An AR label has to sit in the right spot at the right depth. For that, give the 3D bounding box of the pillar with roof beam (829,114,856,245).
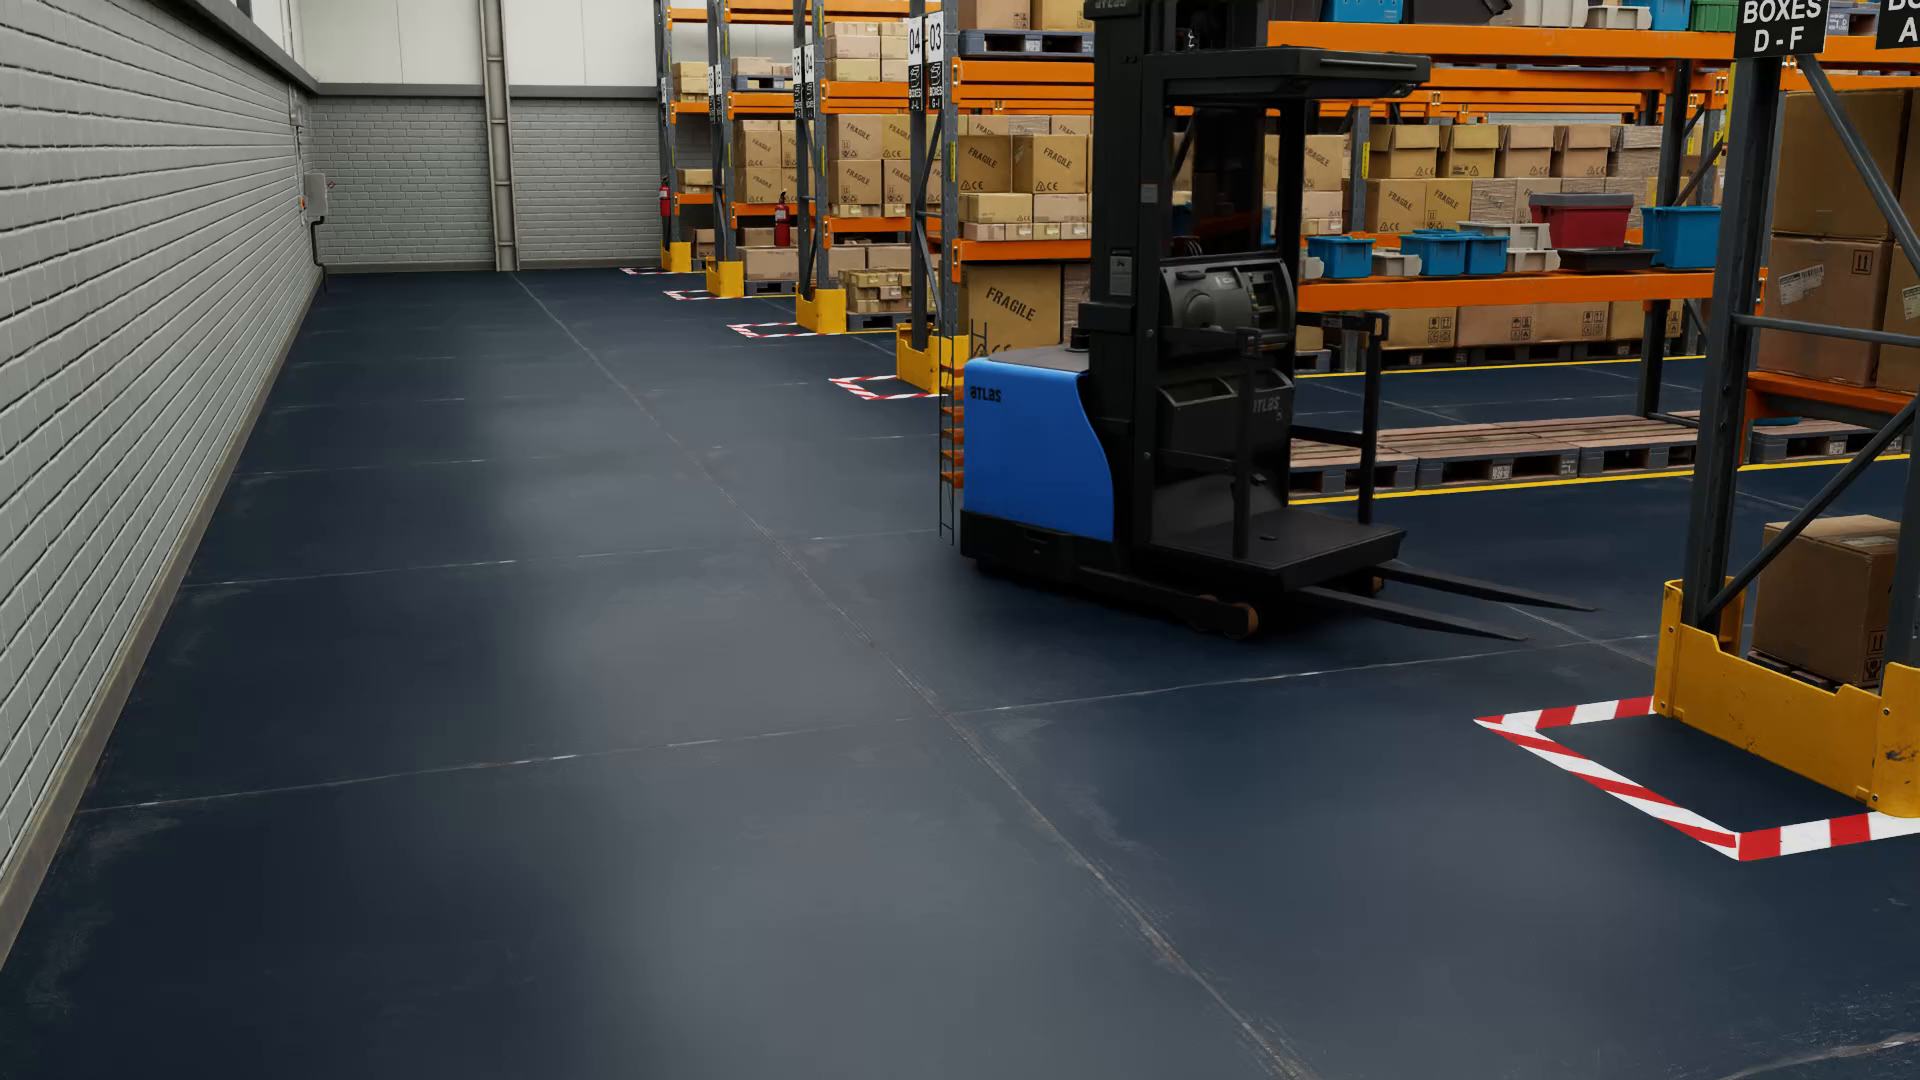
[{"bbox_3d":[-0.763,-8.542,25.610,0.400,9.000,9.100,-4,14,-18],"label":"pillar with roof beam"}]

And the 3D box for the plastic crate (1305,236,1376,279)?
[{"bbox_3d":[2.310,-1.721,10.127,0.300,0.233,0.416,-4,14,-18],"label":"plastic crate"}]

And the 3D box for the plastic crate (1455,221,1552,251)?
[{"bbox_3d":[3.632,-1.973,11.081,0.530,0.282,0.437,-4,14,-18],"label":"plastic crate"}]

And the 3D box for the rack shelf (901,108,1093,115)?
[{"bbox_3d":[0.707,-7.679,30.015,4.000,0.370,1.077,-4,14,-18],"label":"rack shelf"}]

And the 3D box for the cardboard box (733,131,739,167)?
[{"bbox_3d":[-3.012,-5.661,24.083,0.500,0.500,0.500,-4,14,-16],"label":"cardboard box"}]

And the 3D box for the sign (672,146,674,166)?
[{"bbox_3d":[-4.807,-6.429,27.817,0.005,0.325,0.100,-4,14,-18],"label":"sign"}]

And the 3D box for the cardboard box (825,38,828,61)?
[{"bbox_3d":[-1.363,-5.679,19.299,0.500,0.250,0.500,-5,14,-20],"label":"cardboard box"}]

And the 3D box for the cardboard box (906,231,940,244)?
[{"bbox_3d":[-0.659,-5.396,29.842,0.500,0.500,0.500,-4,14,-16],"label":"cardboard box"}]

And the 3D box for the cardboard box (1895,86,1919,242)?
[{"bbox_3d":[3.428,-1.202,5.336,0.500,0.500,0.500,-4,14,-16],"label":"cardboard box"}]

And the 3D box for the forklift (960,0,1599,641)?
[{"bbox_3d":[1.390,-1.121,7.523,1.130,2.935,3.031,-13,18,-43],"label":"forklift"}]

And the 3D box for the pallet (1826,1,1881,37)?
[{"bbox_3d":[5.850,-3.520,11.386,1.003,0.211,1.213,-4,14,-18],"label":"pallet"}]

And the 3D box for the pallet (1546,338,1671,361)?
[{"bbox_3d":[6.578,-2.057,17.334,1.213,0.211,1.003,-4,14,-18],"label":"pallet"}]

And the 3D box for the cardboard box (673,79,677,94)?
[{"bbox_3d":[-4.645,-7.750,28.442,0.500,0.250,0.500,-5,14,-19],"label":"cardboard box"}]

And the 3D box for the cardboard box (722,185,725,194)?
[{"bbox_3d":[-4.117,-6.024,28.530,0.250,0.149,0.380,-5,14,-19],"label":"cardboard box"}]

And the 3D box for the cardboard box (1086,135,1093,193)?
[{"bbox_3d":[1.271,-3.354,14.822,0.500,0.500,0.500,-5,14,-20],"label":"cardboard box"}]

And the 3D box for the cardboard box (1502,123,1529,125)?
[{"bbox_3d":[8.957,-6.621,27.478,0.500,0.500,0.700,-4,14,-18],"label":"cardboard box"}]

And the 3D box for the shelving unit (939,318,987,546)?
[{"bbox_3d":[0.014,-0.585,9.008,0.189,1.200,0.258,-4,14,-18],"label":"shelving unit"}]

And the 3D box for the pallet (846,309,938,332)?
[{"bbox_3d":[-0.866,-2.661,19.874,1.213,0.211,1.003,-4,14,-18],"label":"pallet"}]

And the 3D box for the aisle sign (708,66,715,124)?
[{"bbox_3d":[-3.560,-6.366,23.804,0.004,0.787,0.394,-4,14,-18],"label":"aisle sign"}]

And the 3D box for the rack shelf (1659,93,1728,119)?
[{"bbox_3d":[11.550,-6.103,23.389,4.000,0.370,1.077,-4,14,-18],"label":"rack shelf"}]

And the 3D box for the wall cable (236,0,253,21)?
[{"bbox_3d":[-6.691,-7.687,15.061,0.120,5.999,2.277,-4,14,-18],"label":"wall cable"}]

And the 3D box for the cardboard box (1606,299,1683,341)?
[{"bbox_3d":[6.689,-2.579,17.189,0.875,0.875,1.225,-5,14,-21],"label":"cardboard box"}]

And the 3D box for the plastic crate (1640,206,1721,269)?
[{"bbox_3d":[4.804,-1.986,10.914,0.575,0.384,0.392,-4,14,-18],"label":"plastic crate"}]

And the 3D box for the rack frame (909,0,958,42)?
[{"bbox_3d":[-0.233,-5.783,14.010,0.127,3.000,1.000,-4,14,-18],"label":"rack frame"}]

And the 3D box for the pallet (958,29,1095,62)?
[{"bbox_3d":[0.467,-4.338,14.607,1.213,0.211,1.003,-4,14,-18],"label":"pallet"}]

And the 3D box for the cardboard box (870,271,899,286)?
[{"bbox_3d":[-0.891,-3.078,19.567,0.250,0.149,0.380,-4,14,-17],"label":"cardboard box"}]

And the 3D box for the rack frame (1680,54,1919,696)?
[{"bbox_3d":[2.923,-0.692,5.569,0.127,3.000,1.000,-4,14,-18],"label":"rack frame"}]

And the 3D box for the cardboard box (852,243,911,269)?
[{"bbox_3d":[-1.080,-4.202,24.956,0.875,0.438,0.875,-5,14,-20],"label":"cardboard box"}]

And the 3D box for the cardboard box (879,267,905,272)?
[{"bbox_3d":[-0.836,-3.214,20.142,0.250,0.149,0.380,-5,14,-19],"label":"cardboard box"}]

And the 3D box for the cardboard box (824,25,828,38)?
[{"bbox_3d":[-1.497,-5.872,19.249,0.250,0.149,0.380,-5,14,-19],"label":"cardboard box"}]

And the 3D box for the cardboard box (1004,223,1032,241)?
[{"bbox_3d":[0.452,-2.716,14.620,0.250,0.149,0.380,-5,14,-19],"label":"cardboard box"}]

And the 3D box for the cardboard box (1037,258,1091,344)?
[{"bbox_3d":[1.211,-2.167,15.456,0.875,0.875,0.875,-4,14,-18],"label":"cardboard box"}]

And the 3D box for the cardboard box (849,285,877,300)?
[{"bbox_3d":[-1.140,-2.904,19.482,0.250,0.149,0.380,-4,14,-16],"label":"cardboard box"}]

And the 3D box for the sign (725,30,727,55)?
[{"bbox_3d":[-3.222,-6.839,22.871,0.005,0.325,0.100,-4,14,-18],"label":"sign"}]

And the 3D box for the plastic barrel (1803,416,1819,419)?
[{"bbox_3d":[6.330,-1.346,11.945,0.708,0.901,0.600,-4,14,-18],"label":"plastic barrel"}]

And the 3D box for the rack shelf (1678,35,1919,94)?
[{"bbox_3d":[7.034,-3.331,11.735,4.000,0.370,1.077,-4,14,-18],"label":"rack shelf"}]

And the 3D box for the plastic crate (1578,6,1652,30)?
[{"bbox_3d":[4.054,-3.227,10.316,0.466,0.136,0.293,-4,14,-18],"label":"plastic crate"}]

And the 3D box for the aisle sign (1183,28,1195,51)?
[{"bbox_3d":[1.374,-2.973,9.540,0.004,0.787,0.394,-4,14,-18],"label":"aisle sign"}]

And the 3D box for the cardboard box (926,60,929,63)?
[{"bbox_3d":[-0.227,-5.402,19.214,0.500,0.250,0.500,-5,14,-20],"label":"cardboard box"}]

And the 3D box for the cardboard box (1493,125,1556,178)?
[{"bbox_3d":[5.399,-3.843,16.433,0.637,0.503,0.797,-4,14,-16],"label":"cardboard box"}]

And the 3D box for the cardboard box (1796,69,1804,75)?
[{"bbox_3d":[8.363,-4.858,16.927,0.500,0.250,0.500,-4,14,-17],"label":"cardboard box"}]

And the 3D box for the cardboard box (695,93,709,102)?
[{"bbox_3d":[-4.364,-7.461,28.089,0.250,0.149,0.380,-4,14,-17],"label":"cardboard box"}]

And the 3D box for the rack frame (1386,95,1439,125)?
[{"bbox_3d":[5.863,-4.550,21.791,0.127,3.000,1.000,-4,14,-18],"label":"rack frame"}]

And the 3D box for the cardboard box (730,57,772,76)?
[{"bbox_3d":[-2.996,-6.730,23.674,0.500,0.250,0.500,-6,15,-23],"label":"cardboard box"}]

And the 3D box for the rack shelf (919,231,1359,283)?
[{"bbox_3d":[1.663,-2.662,15.408,4.000,0.370,1.077,-4,14,-18],"label":"rack shelf"}]

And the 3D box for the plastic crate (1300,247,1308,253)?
[{"bbox_3d":[2.341,-1.797,10.657,0.243,0.136,0.396,-4,14,-18],"label":"plastic crate"}]

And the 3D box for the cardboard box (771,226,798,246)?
[{"bbox_3d":[-3.014,-5.211,29.061,0.500,0.500,0.500,-4,14,-17],"label":"cardboard box"}]

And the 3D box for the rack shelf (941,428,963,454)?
[{"bbox_3d":[0.014,-0.542,9.019,0.180,0.103,0.258,-4,14,-18],"label":"rack shelf"}]

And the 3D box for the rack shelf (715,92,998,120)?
[{"bbox_3d":[-1.498,-6.295,24.198,4.000,0.370,1.077,-4,14,-18],"label":"rack shelf"}]

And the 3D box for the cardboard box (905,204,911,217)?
[{"bbox_3d":[-0.605,-3.875,19.494,0.250,0.149,0.380,-4,14,-15],"label":"cardboard box"}]

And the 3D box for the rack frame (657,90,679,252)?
[{"bbox_3d":[-4.980,-6.127,28.417,0.127,3.000,1.000,-4,14,-18],"label":"rack frame"}]

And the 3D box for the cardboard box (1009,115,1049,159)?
[{"bbox_3d":[0.735,-4.767,19.682,0.500,0.500,0.500,-4,14,-17],"label":"cardboard box"}]

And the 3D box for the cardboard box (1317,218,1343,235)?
[{"bbox_3d":[3.374,-2.943,15.578,0.250,0.149,0.380,-4,14,-18],"label":"cardboard box"}]

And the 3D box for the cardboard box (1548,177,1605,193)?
[{"bbox_3d":[5.995,-3.338,16.480,0.500,0.500,0.500,-5,14,-20],"label":"cardboard box"}]
